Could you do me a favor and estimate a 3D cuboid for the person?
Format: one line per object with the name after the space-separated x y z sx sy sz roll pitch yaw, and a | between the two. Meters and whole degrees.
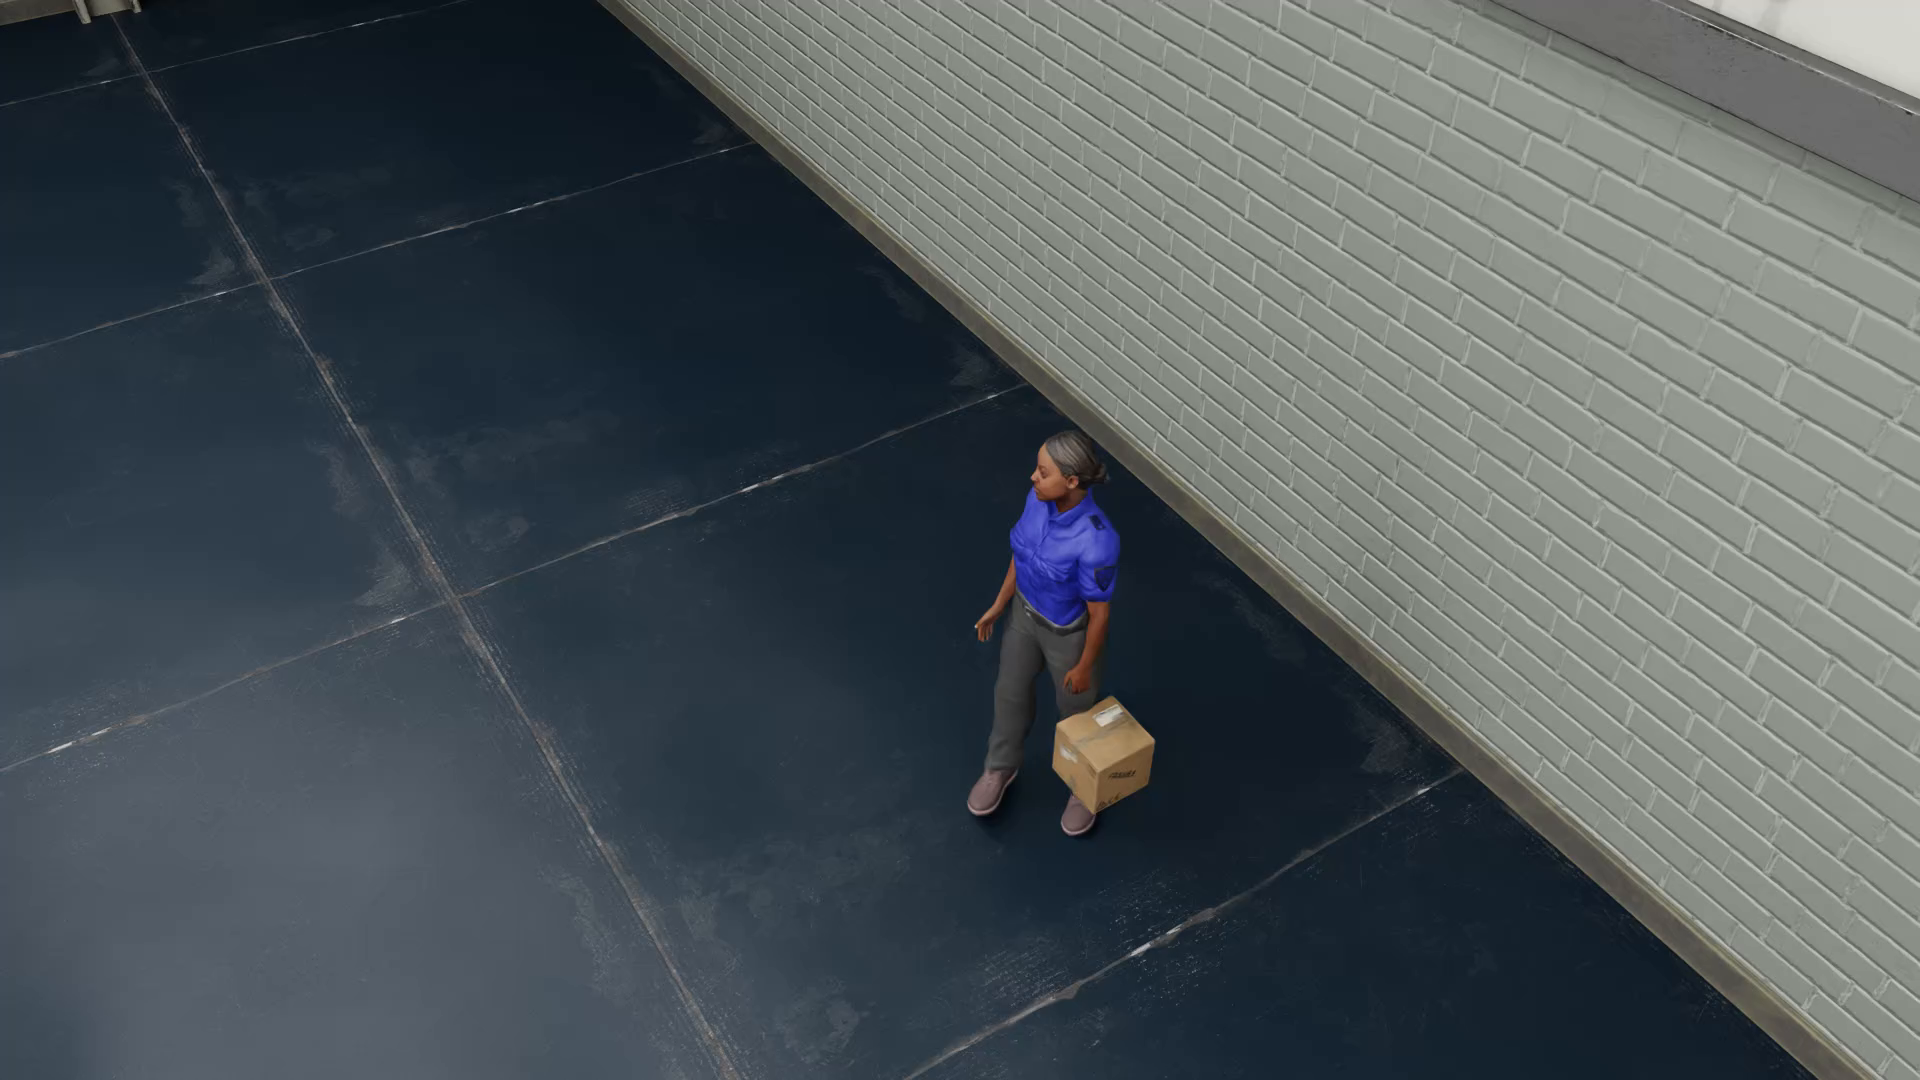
0.280 0.358 5.723 0.492 1.661 0.488 -27 48 -28 | person
